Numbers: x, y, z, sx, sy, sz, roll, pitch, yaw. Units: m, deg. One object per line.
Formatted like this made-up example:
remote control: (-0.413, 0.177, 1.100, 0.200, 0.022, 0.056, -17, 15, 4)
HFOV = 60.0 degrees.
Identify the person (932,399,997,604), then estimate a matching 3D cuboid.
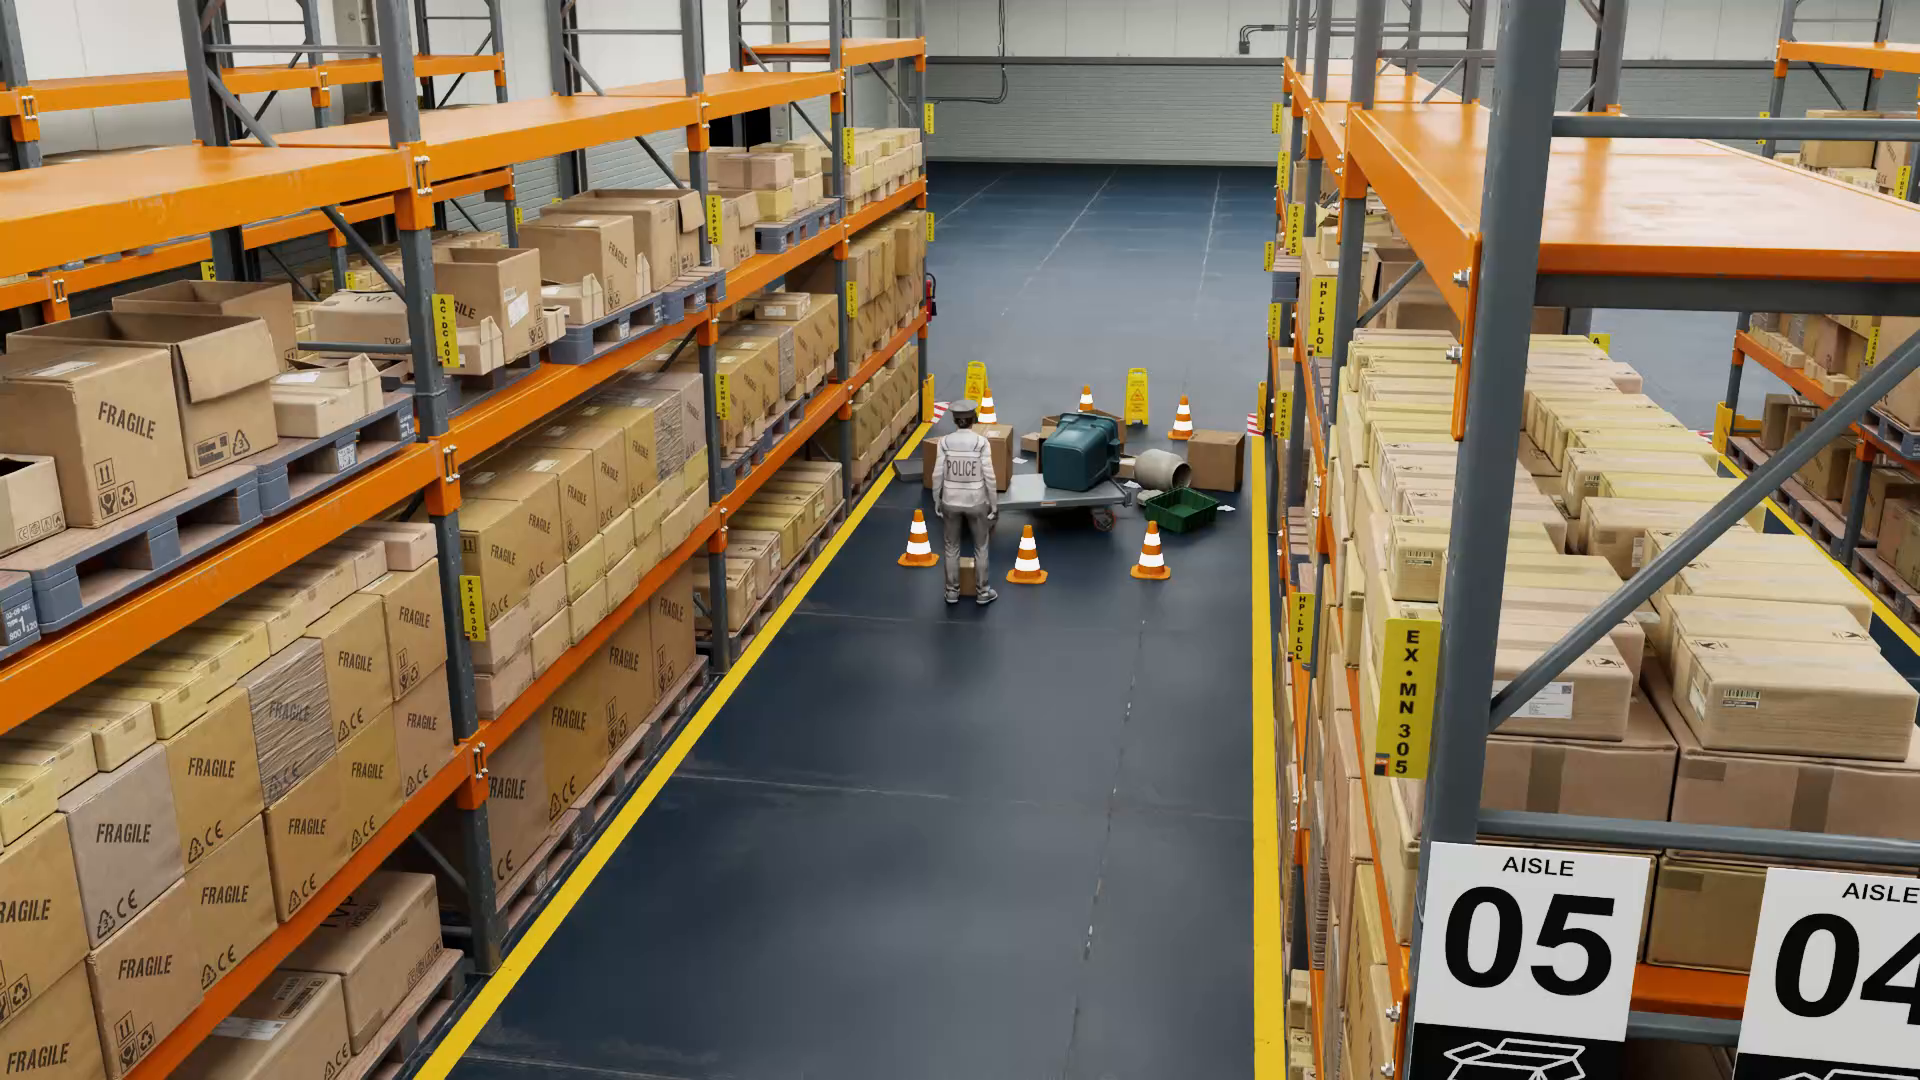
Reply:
person: (0.039, -0.294, 13.453, 0.529, 1.663, 0.372, 3, 18, 9)
